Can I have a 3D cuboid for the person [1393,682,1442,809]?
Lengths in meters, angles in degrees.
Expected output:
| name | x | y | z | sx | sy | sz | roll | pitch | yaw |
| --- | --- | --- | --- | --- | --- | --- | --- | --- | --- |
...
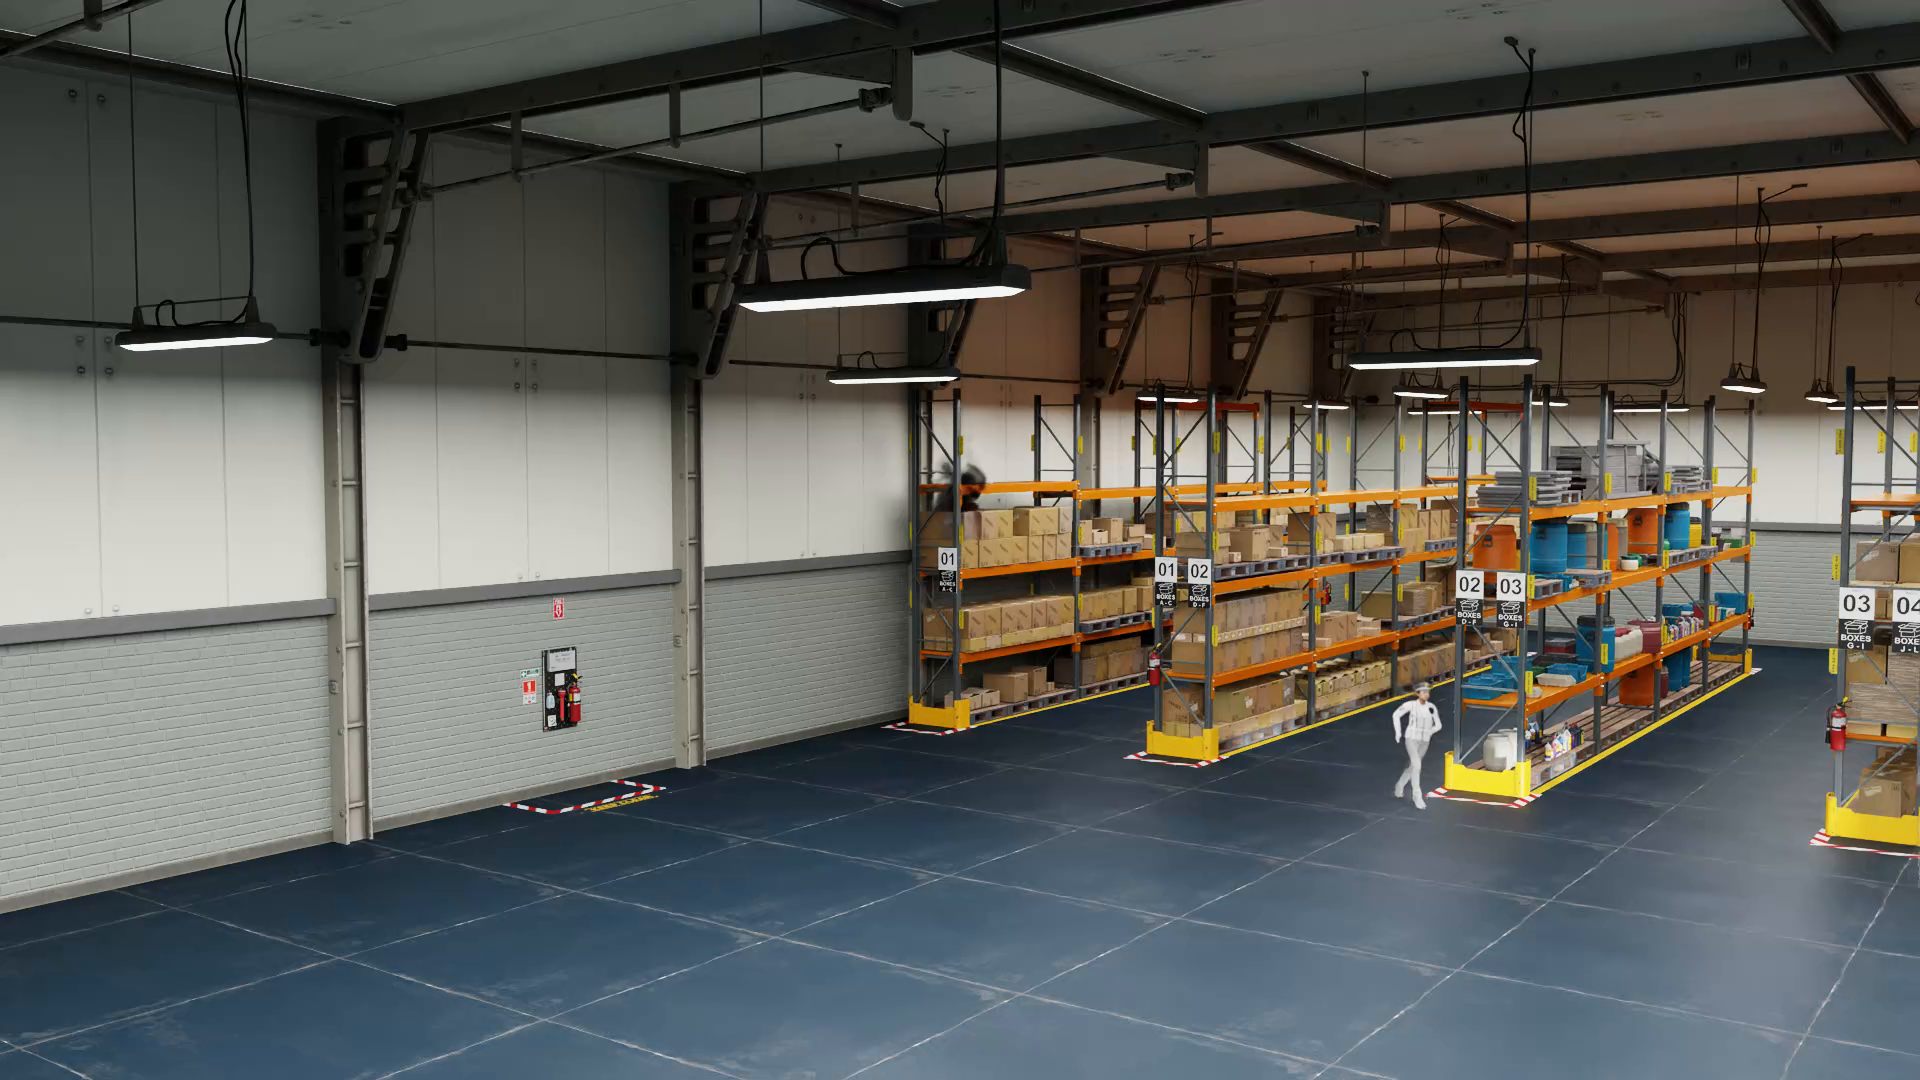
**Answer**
| name | x | y | z | sx | sy | sz | roll | pitch | yaw |
| --- | --- | --- | --- | --- | --- | --- | --- | --- | --- |
| person | 6.433 | 2.828 | 23.237 | 0.618 | 1.687 | 0.864 | -1 | 3 | -11 |
